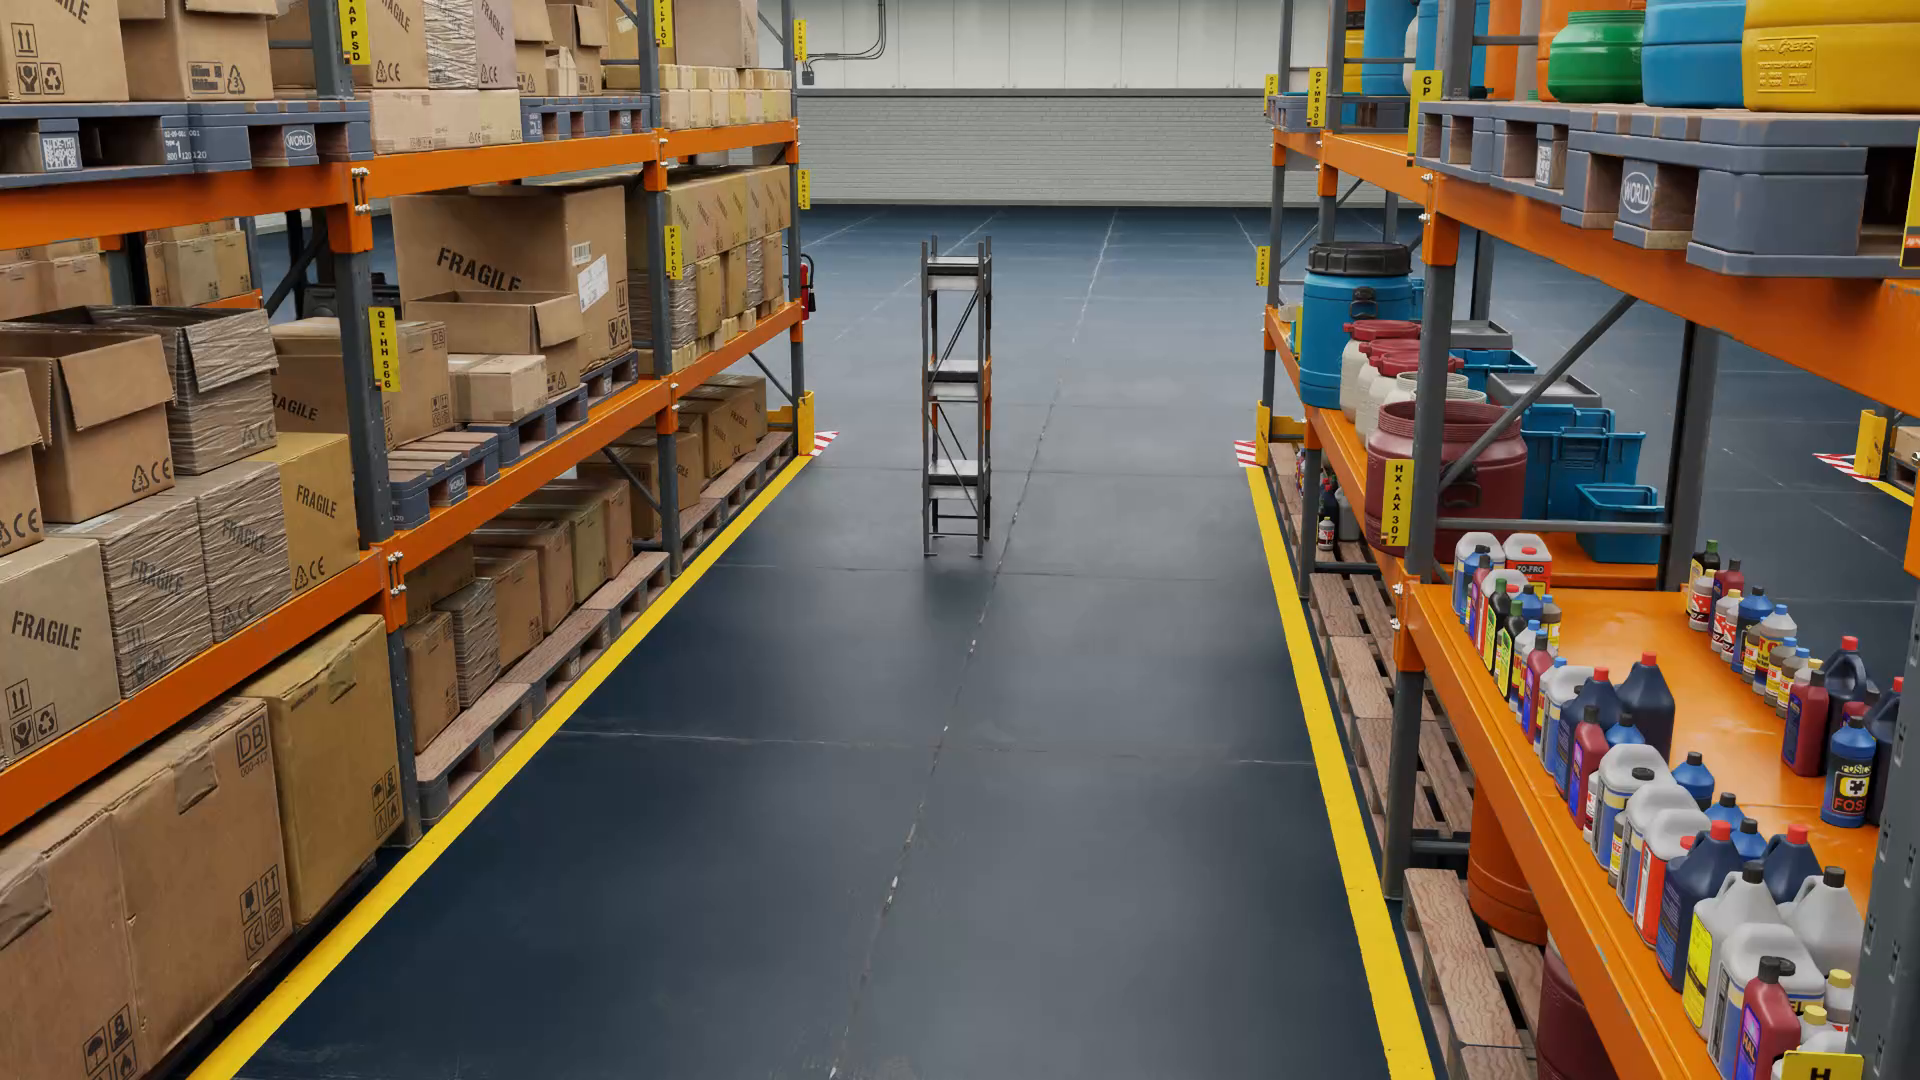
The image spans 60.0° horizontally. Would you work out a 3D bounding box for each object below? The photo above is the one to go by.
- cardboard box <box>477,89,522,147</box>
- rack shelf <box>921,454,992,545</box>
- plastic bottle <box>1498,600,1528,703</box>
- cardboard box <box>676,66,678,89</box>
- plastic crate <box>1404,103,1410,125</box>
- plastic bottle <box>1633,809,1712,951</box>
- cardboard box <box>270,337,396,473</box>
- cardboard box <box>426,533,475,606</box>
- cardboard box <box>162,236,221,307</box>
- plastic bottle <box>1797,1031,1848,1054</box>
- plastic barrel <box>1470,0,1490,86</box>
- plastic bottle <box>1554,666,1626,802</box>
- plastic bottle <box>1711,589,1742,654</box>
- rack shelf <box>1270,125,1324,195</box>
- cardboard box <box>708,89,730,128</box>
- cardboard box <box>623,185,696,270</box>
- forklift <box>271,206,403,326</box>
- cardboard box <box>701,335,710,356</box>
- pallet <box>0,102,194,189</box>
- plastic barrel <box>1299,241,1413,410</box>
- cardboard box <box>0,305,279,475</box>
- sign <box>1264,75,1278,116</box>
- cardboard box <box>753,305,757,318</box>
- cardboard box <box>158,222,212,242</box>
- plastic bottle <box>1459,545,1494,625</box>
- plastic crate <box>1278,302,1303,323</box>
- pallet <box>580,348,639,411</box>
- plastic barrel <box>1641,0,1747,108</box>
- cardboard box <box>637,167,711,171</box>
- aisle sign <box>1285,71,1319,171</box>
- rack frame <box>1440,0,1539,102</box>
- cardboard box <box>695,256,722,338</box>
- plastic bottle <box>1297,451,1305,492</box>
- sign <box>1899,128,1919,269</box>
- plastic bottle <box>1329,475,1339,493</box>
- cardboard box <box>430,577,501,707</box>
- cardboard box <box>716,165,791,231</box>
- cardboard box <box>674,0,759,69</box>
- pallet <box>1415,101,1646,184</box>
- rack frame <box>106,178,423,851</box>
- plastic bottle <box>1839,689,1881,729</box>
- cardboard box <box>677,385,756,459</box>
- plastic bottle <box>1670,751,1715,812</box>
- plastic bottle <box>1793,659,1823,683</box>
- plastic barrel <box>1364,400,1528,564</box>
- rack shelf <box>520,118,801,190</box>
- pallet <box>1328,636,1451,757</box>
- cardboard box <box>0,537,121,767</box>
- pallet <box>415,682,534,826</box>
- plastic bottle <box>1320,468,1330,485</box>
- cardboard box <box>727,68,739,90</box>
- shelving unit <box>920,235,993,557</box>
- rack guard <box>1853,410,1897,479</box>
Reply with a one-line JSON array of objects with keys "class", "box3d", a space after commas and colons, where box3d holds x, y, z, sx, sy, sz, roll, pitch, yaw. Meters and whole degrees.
[{"class": "cardboard box", "box3d": [-2.355, -1.946, 7.653, 0.500, 0.250, 0.500, 2, 15, 7]}, {"class": "rack shelf", "box3d": [-0.019, -0.282, 11.415, 0.431, 0.518, 0.480, 2, 15, 6]}, {"class": "plastic bottle", "box3d": [1.645, 0.329, 4.923, 0.061, 0.283, 0.133, 2, 15, 6]}, {"class": "cardboard box", "box3d": [-2.011, -2.941, 10.569, 0.380, 0.149, 0.250, 1, 15, 4]}, {"class": "plastic crate", "box3d": [3.053, -2.828, 11.033, 0.336, 0.188, 0.450, 2, 15, 6]}, {"class": "plastic bottle", "box3d": [1.523, 0.717, 3.503, 0.152, 0.276, 0.135, 2, 15, 6]}, {"class": "cardboard box", "box3d": [-2.747, -0.582, 7.070, 0.500, 0.500, 0.500, 0, 15, -1]}, {"class": "cardboard box", "box3d": [-2.672, 0.130, 7.943, 0.500, 0.250, 0.500, 3, 16, 13]}, {"class": "cardboard box", "box3d": [-6.819, -2.268, 14.016, 0.875, 0.550, 0.550, 2, 15, 6]}, {"class": "plastic bottle", "box3d": [1.425, 0.942, 2.669, 0.152, 0.276, 0.135, 2, 15, 6]}, {"class": "plastic barrel", "box3d": [2.615, -2.293, 7.690, 0.600, 0.901, 0.708, 2, 15, 6]}, {"class": "plastic bottle", "box3d": [1.605, 0.484, 4.220, 0.144, 0.351, 0.185, 2, 15, 6]}, {"class": "plastic bottle", "box3d": [2.474, 0.259, 5.338, 0.097, 0.201, 0.097, 0, 15, 0]}, {"class": "rack shelf", "box3d": [2.830, -2.700, 11.534, 1.077, 0.370, 4.000, 2, 15, 6]}, {"class": "cardboard box", "box3d": [-1.890, -2.977, 11.468, 0.500, 0.250, 0.500, 1, 15, 4]}, {"class": "cardboard box", "box3d": [-2.013, -2.011, 10.674, 0.500, 0.500, 0.500, 2, 15, 6]}, {"class": "forklift", "box3d": [-4.575, -1.719, 12.404, 1.130, 2.935, 3.031, 3, 15, 10]}, {"class": "cardboard box", "box3d": [-1.933, -1.348, 11.381, 0.380, 0.149, 0.250, 2, 15, 6]}, {"class": "pallet", "box3d": [-2.911, -1.088, 4.553, 1.003, 0.211, 1.213, 2, 15, 9]}, {"class": "plastic barrel", "box3d": [2.260, -1.232, 9.510, 0.600, 0.901, 0.708, 2, 15, 6]}, {"class": "cardboard box", "box3d": [-2.867, -0.533, 5.772, 0.797, 0.503, 0.637, 2, 15, 8]}, {"class": "sign", "box3d": [2.510, -3.588, 13.421, 0.100, 0.325, 0.005, 2, 15, 6]}, {"class": "cardboard box", "box3d": [-1.811, -1.804, 13.068, 0.380, 0.149, 0.250, 2, 15, 6]}, {"class": "cardboard box", "box3d": [-6.833, -2.790, 13.877, 0.875, 0.550, 0.550, 2, 15, 6]}, {"class": "plastic bottle", "box3d": [1.743, 0.151, 5.605, 0.097, 0.271, 0.097, 0, 15, 0]}, {"class": "plastic crate", "box3d": [2.635, -1.768, 12.961, 0.298, 0.136, 0.250, 2, 15, 6]}, {"class": "pallet", "box3d": [-2.547, -0.940, 9.760, 1.003, 0.211, 1.213, 2, 15, 6]}, {"class": "plastic barrel", "box3d": [1.743, -1.346, 3.382, 0.600, 0.901, 0.708, 2, 15, 6]}, {"class": "cardboard box", "box3d": [-2.261, -2.675, 13.130, 0.500, 0.500, 0.500, 2, 15, 6]}, {"class": "aisle sign", "box3d": [2.773, -3.401, 13.511, 0.394, 0.787, 0.004, 2, 15, 6]}, {"class": "rack frame", "box3d": [2.153, -2.939, 5.293, 1.000, 3.000, 0.127, 2, 15, 6]}, {"class": "cardboard box", "box3d": [-2.113, -1.662, 11.301, 0.875, 0.500, 0.500, 2, 15, 6]}, {"class": "plastic bottle", "box3d": [2.498, -0.500, 12.127, 0.061, 0.283, 0.133, 2, 15, 7]}, {"class": "sign", "box3d": [1.156, -0.475, 1.909, 0.100, 0.325, 0.005, 2, 15, 6]}, {"class": "plastic bottle", "box3d": [2.554, -0.295, 11.367, 0.061, 0.283, 0.133, 2, 15, 6]}, {"class": "cardboard box", "box3d": [-2.662, 0.486, 8.063, 0.700, 0.500, 0.500, 0, 15, 2]}, {"class": "cardboard box", "box3d": [-1.682, -2.789, 13.552, 0.500, 0.500, 0.500, 2, 15, 6]}, {"class": "cardboard box", "box3d": [-1.789, -3.736, 12.266, 0.500, 0.500, 0.500, 2, 15, 6]}, {"class": "pallet", "box3d": [1.970, -1.205, 4.986, 1.003, 0.211, 1.213, 2, 15, 6]}, {"class": "rack frame", "box3d": [-2.768, -0.189, 6.616, 1.000, 3.000, 0.127, 2, 15, 6]}, {"class": "plastic bottle", "box3d": [2.306, 0.508, 4.262, 0.061, 0.283, 0.133, 2, 15, 6]}, {"class": "cardboard box", "box3d": [-1.986, -0.943, 13.386, 0.500, 0.500, 0.500, 6, 16, 21]}, {"class": "plastic bottle", "box3d": [1.691, 0.623, 3.860, 0.097, 0.271, 0.097, 0, 15, 0]}, {"class": "plastic bottle", "box3d": [2.398, 0.436, 4.684, 0.097, 0.201, 0.097, 0, 15, 0]}, {"class": "plastic barrel", "box3d": [1.905, -0.238, 6.537, 0.600, 0.536, 0.708, 2, 15, 6]}, {"class": "rack shelf", "box3d": [-2.091, -2.846, 12.073, 1.077, 0.370, 4.000, 2, 15, 6]}, {"class": "pallet", "box3d": [2.420, 0.787, 8.346, 1.003, 0.211, 1.213, 2, 15, 6]}, {"class": "cardboard box", "box3d": [-2.753, 0.294, 4.639, 0.500, 0.500, 0.500, 2, 15, 7]}, {"class": "pallet", "box3d": [-2.678, 0.954, 7.729, 1.003, 0.211, 1.213, 2, 15, 6]}, {"class": "plastic bottle", "box3d": [2.449, -0.324, 11.344, 0.144, 0.351, 0.185, 2, 15, 6]}, {"class": "cardboard box", "box3d": [-1.818, -3.344, 12.060, 0.380, 0.149, 0.250, 1, 15, 3]}, {"class": "shelving unit", "box3d": [-0.019, -0.971, 11.229, 0.431, 2.100, 0.503, 2, 15, 6]}, {"class": "rack guard", "box3d": [7.980, -0.771, 13.556, 1.175, 0.500, 0.348, 2, 15, 6]}]
